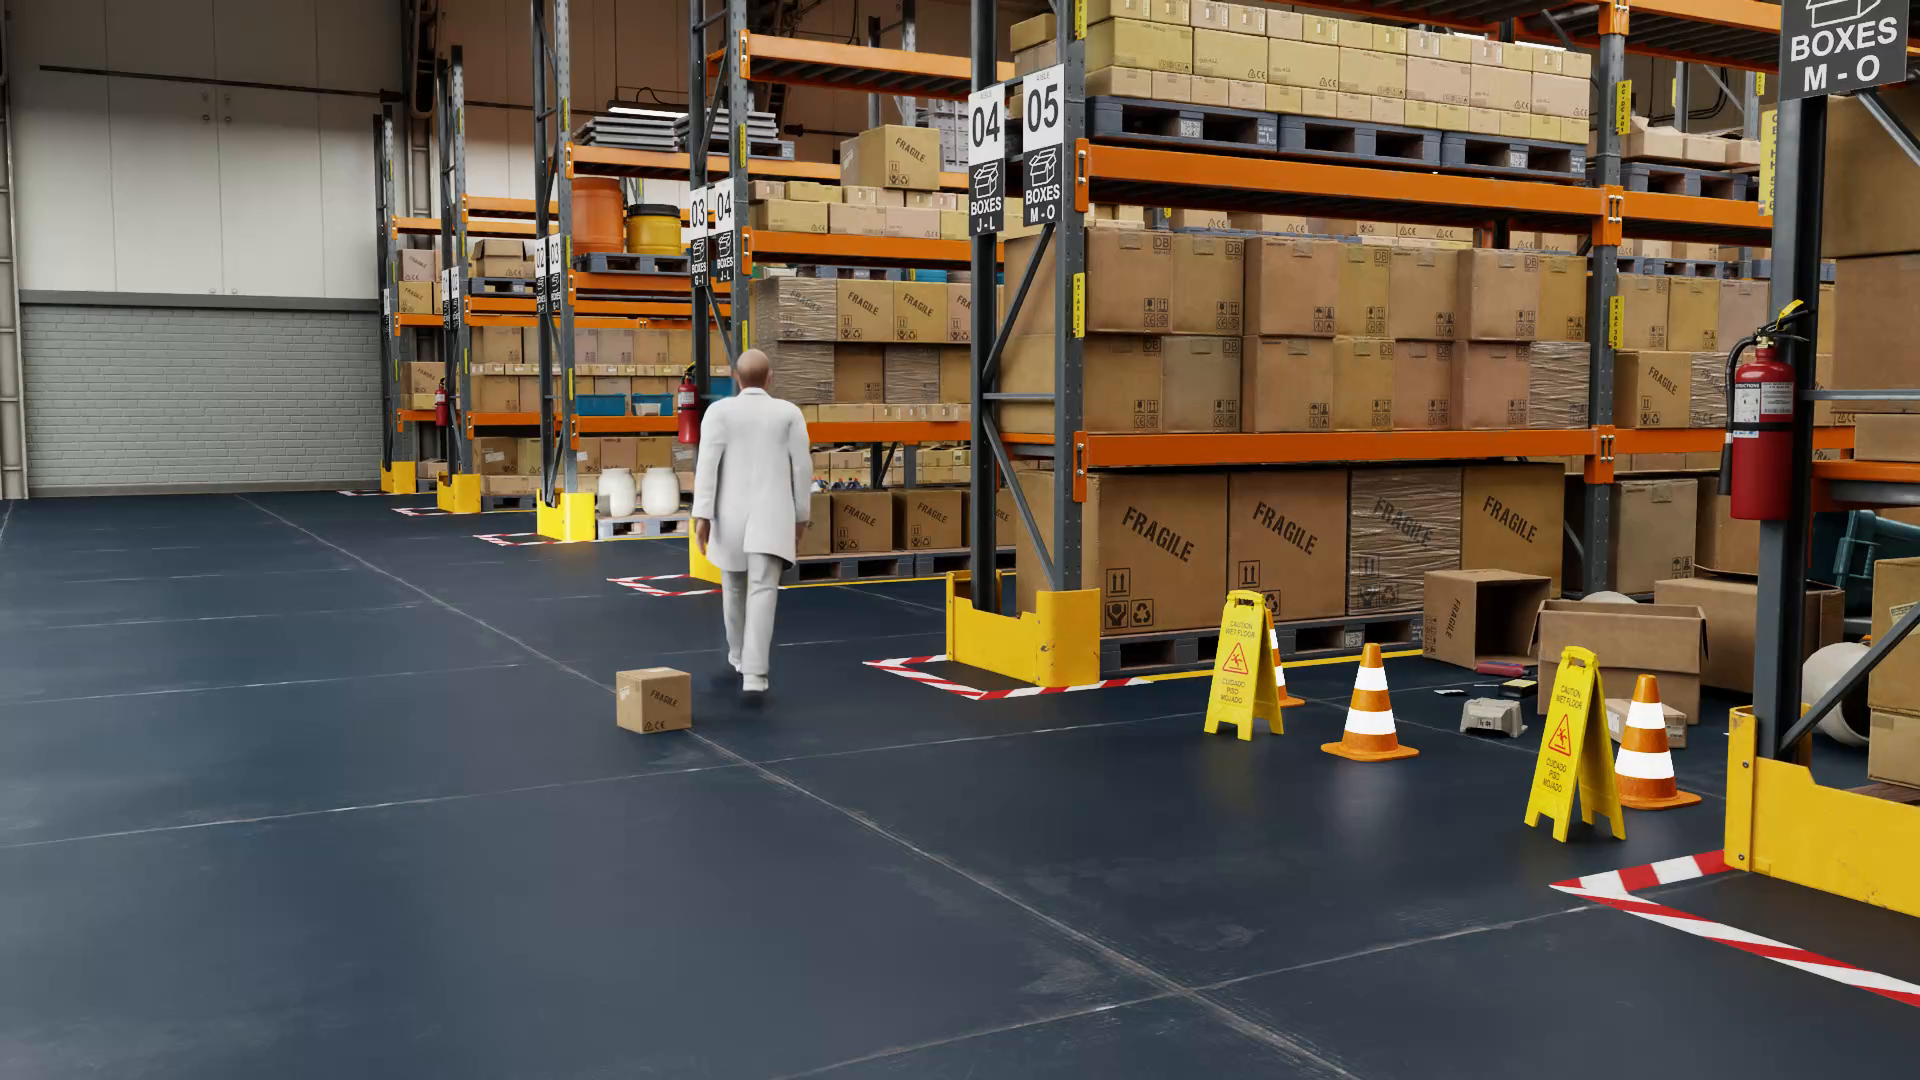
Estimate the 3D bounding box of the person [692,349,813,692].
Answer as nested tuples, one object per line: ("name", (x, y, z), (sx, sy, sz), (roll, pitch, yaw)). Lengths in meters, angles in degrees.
("person", (-1.054, -0.125, 8.561), (0.603, 1.708, 1.128), (0, 5, -2))
